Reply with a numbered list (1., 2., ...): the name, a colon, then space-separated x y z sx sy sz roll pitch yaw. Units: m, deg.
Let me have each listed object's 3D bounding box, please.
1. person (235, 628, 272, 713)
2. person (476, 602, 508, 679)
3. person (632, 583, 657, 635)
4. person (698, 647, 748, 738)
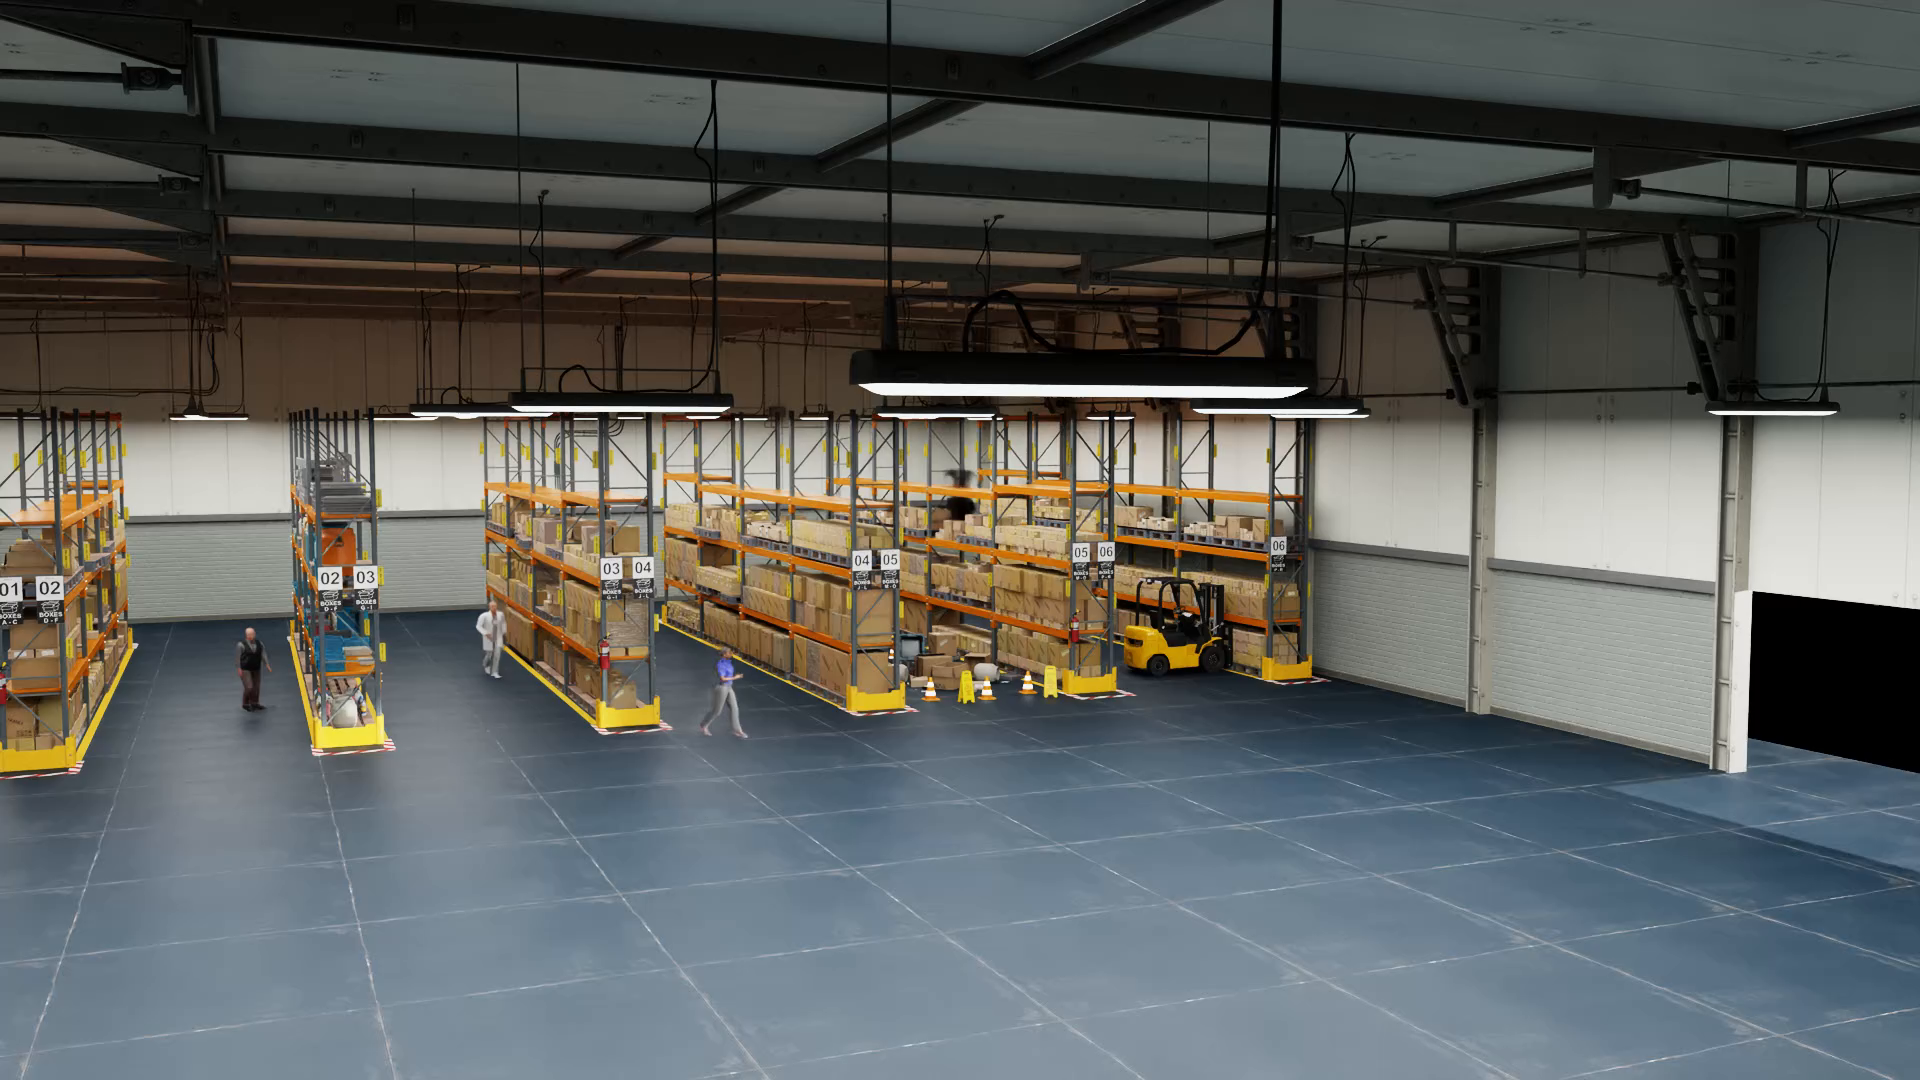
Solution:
1. person: -14.058 2.576 33.003 0.643 1.695 0.618 3 5 32
2. person: -10.588 2.235 37.547 0.708 1.729 0.852 -2 5 -30
3. person: -8.467 1.711 44.718 0.707 1.738 0.664 -2 4 -25
4. person: -4.305 2.753 30.149 0.925 1.659 0.559 1 4 16
